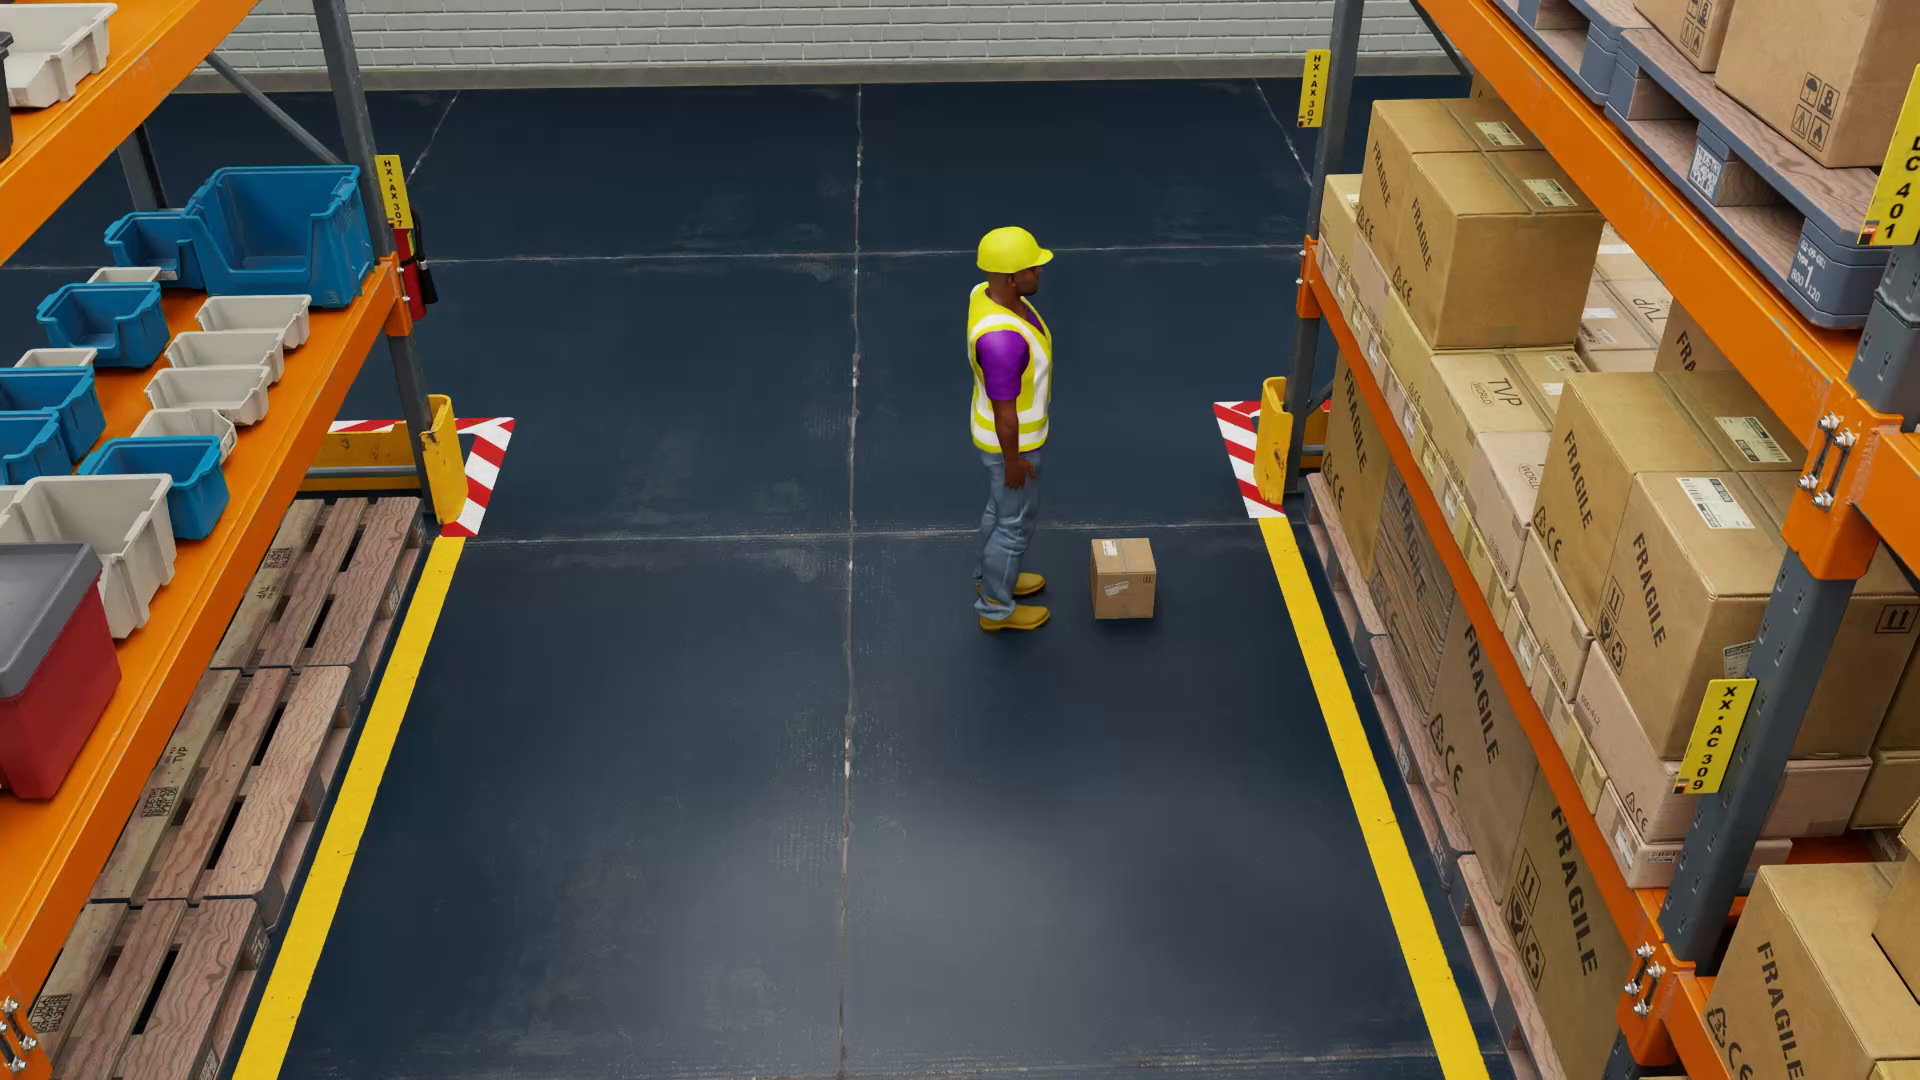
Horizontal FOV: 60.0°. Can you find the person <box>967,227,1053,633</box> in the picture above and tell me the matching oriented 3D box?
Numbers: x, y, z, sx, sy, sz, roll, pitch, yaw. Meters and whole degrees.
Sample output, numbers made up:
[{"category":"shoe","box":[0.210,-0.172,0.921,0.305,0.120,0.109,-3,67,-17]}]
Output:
[{"category":"person","box":[0.205,-0.447,6.766,0.361,1.761,0.563,-1,35,-1]}]
